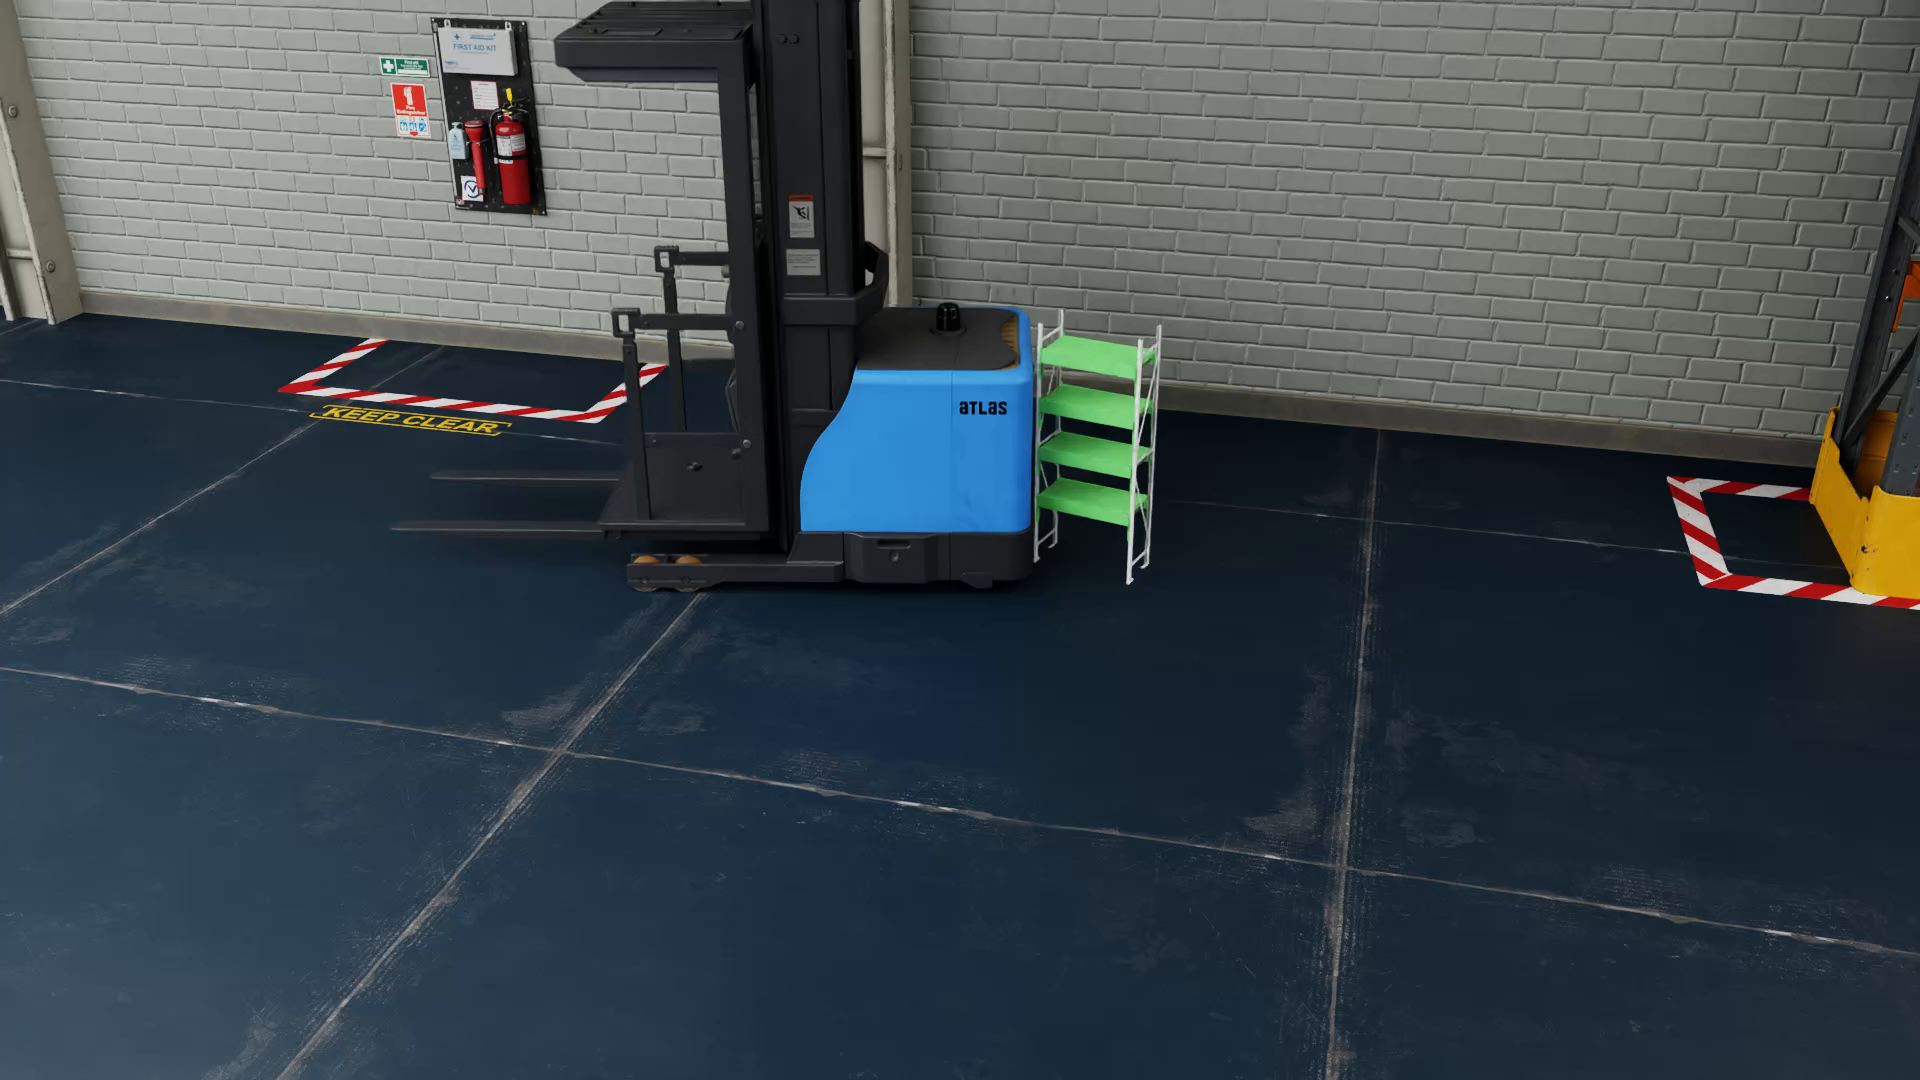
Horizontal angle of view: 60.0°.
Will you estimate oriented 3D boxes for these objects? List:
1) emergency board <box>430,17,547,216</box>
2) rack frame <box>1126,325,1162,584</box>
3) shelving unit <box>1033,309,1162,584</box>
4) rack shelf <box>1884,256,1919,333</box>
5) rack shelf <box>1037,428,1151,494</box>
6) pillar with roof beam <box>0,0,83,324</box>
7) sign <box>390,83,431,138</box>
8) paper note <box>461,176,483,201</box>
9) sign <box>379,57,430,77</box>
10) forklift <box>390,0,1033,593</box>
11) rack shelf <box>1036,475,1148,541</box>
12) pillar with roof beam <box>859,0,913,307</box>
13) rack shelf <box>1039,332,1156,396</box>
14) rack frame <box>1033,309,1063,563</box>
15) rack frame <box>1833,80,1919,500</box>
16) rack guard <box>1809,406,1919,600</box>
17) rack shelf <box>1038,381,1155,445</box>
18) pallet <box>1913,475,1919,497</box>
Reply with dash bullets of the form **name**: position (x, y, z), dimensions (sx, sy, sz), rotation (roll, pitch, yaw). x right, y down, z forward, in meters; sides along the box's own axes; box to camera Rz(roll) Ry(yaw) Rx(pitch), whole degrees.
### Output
- **emergency board**: position (-2.899, -2.548, 10.112), dimensions (0.643, 1.169, 0.194), rotation (6, 26, 13)
- **rack frame**: position (0.846, -0.380, 7.653), dimensions (0.015, 1.200, 0.240), rotation (13, 28, 25)
- **shelving unit**: position (0.631, -0.430, 7.757), dimensions (0.503, 1.200, 0.258), rotation (13, 28, 25)
- **rack shelf**: position (6.340, -0.801, 7.280), dimensions (4.000, 0.370, 1.077), rotation (6, 26, 13)
- **rack shelf**: position (0.631, -0.372, 7.785), dimensions (0.480, 0.148, 0.258), rotation (13, 28, 25)
- **pillar with roof beam**: position (-7.398, -3.826, 5.818), dimensions (0.400, 9.000, 9.100), rotation (6, 26, 13)
- **sign**: position (-3.408, -2.666, 10.319), dimensions (0.234, 0.329, 0.001), rotation (6, 26, 13)
- **paper note**: position (-3.053, -2.198, 10.402), dimensions (0.142, 0.148, 0.016), rotation (6, 26, 13)
- **sign**: position (-3.406, -2.901, 10.196), dimensions (0.331, 0.109, 0.001), rotation (6, 26, 13)
- **forklift**: position (-1.170, -1.306, 7.583), dimensions (3.031, 2.935, 1.130), rotation (0, 25, 1)
- **rack shelf**: position (0.631, -0.156, 7.888), dimensions (0.480, 0.148, 0.258), rotation (13, 28, 25)
- **pillar with roof beam**: position (-1.587, -3.184, 4.469), dimensions (0.400, 9.000, 9.100), rotation (6, 26, 13)
- **rack shelf**: position (0.631, -0.806, 7.578), dimensions (0.480, 0.148, 0.258), rotation (13, 28, 25)
- **rack frame**: position (0.416, -0.480, 7.861), dimensions (0.015, 1.200, 0.240), rotation (13, 28, 25)
- **rack frame**: position (4.403, -1.340, 7.575), dimensions (0.127, 3.000, 1.000), rotation (6, 26, 13)
- **rack guard**: position (4.476, -0.203, 8.095), dimensions (0.348, 0.500, 1.175), rotation (6, 26, 13)
- **rack shelf**: position (0.631, -0.589, 7.682), dimensions (0.480, 0.148, 0.258), rotation (13, 28, 25)
- **pallet**: position (5.254, 0.029, 7.944), dimensions (1.213, 0.211, 1.003), rotation (6, 26, 13)
